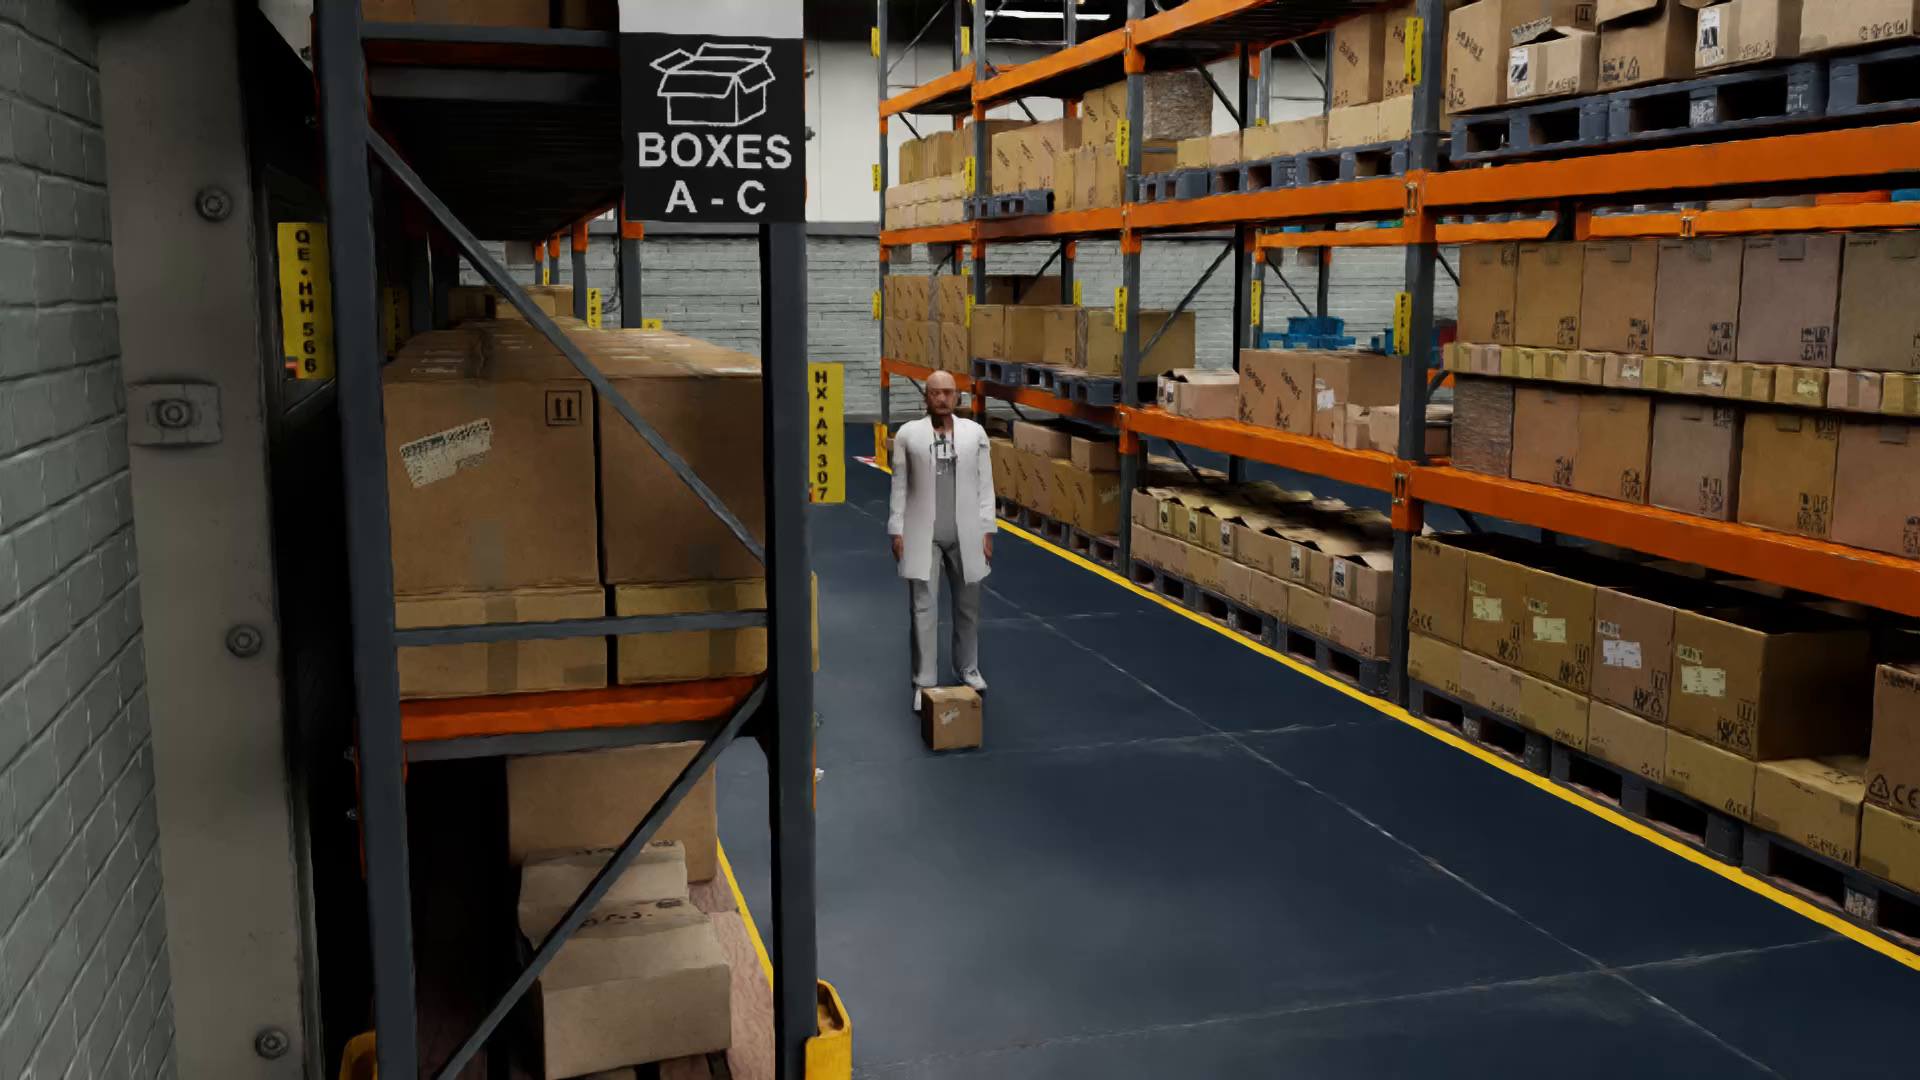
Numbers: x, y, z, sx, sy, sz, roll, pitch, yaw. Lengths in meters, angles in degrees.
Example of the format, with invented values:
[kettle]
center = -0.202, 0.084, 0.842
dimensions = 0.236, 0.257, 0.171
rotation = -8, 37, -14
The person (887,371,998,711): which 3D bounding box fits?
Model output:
[person]
center = -0.091, -0.017, 8.971
dimensions = 0.606, 1.782, 0.694
rotation = -1, 9, -7
